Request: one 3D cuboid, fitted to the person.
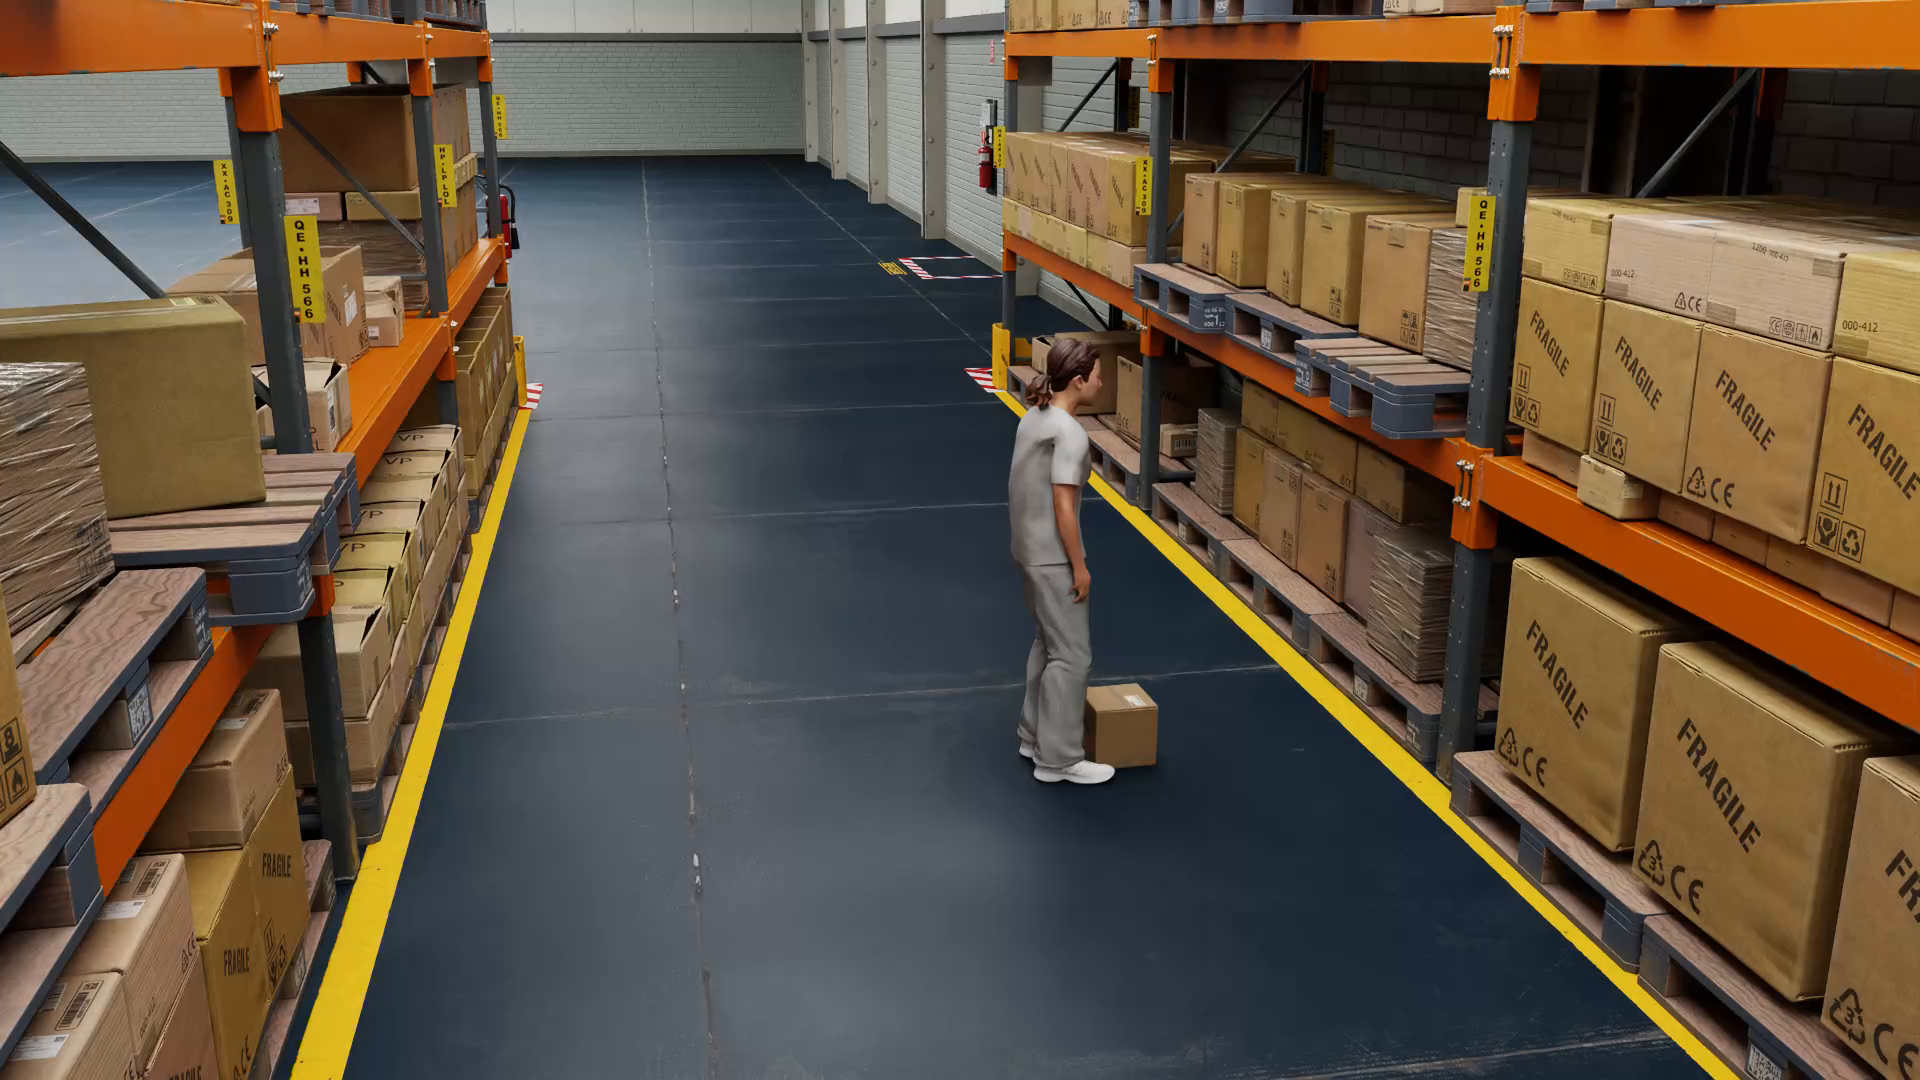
[{"bbox_3d":[0.378,0.071,6.302,0.366,1.671,0.503,-4,17,-13],"label":"person"}]
